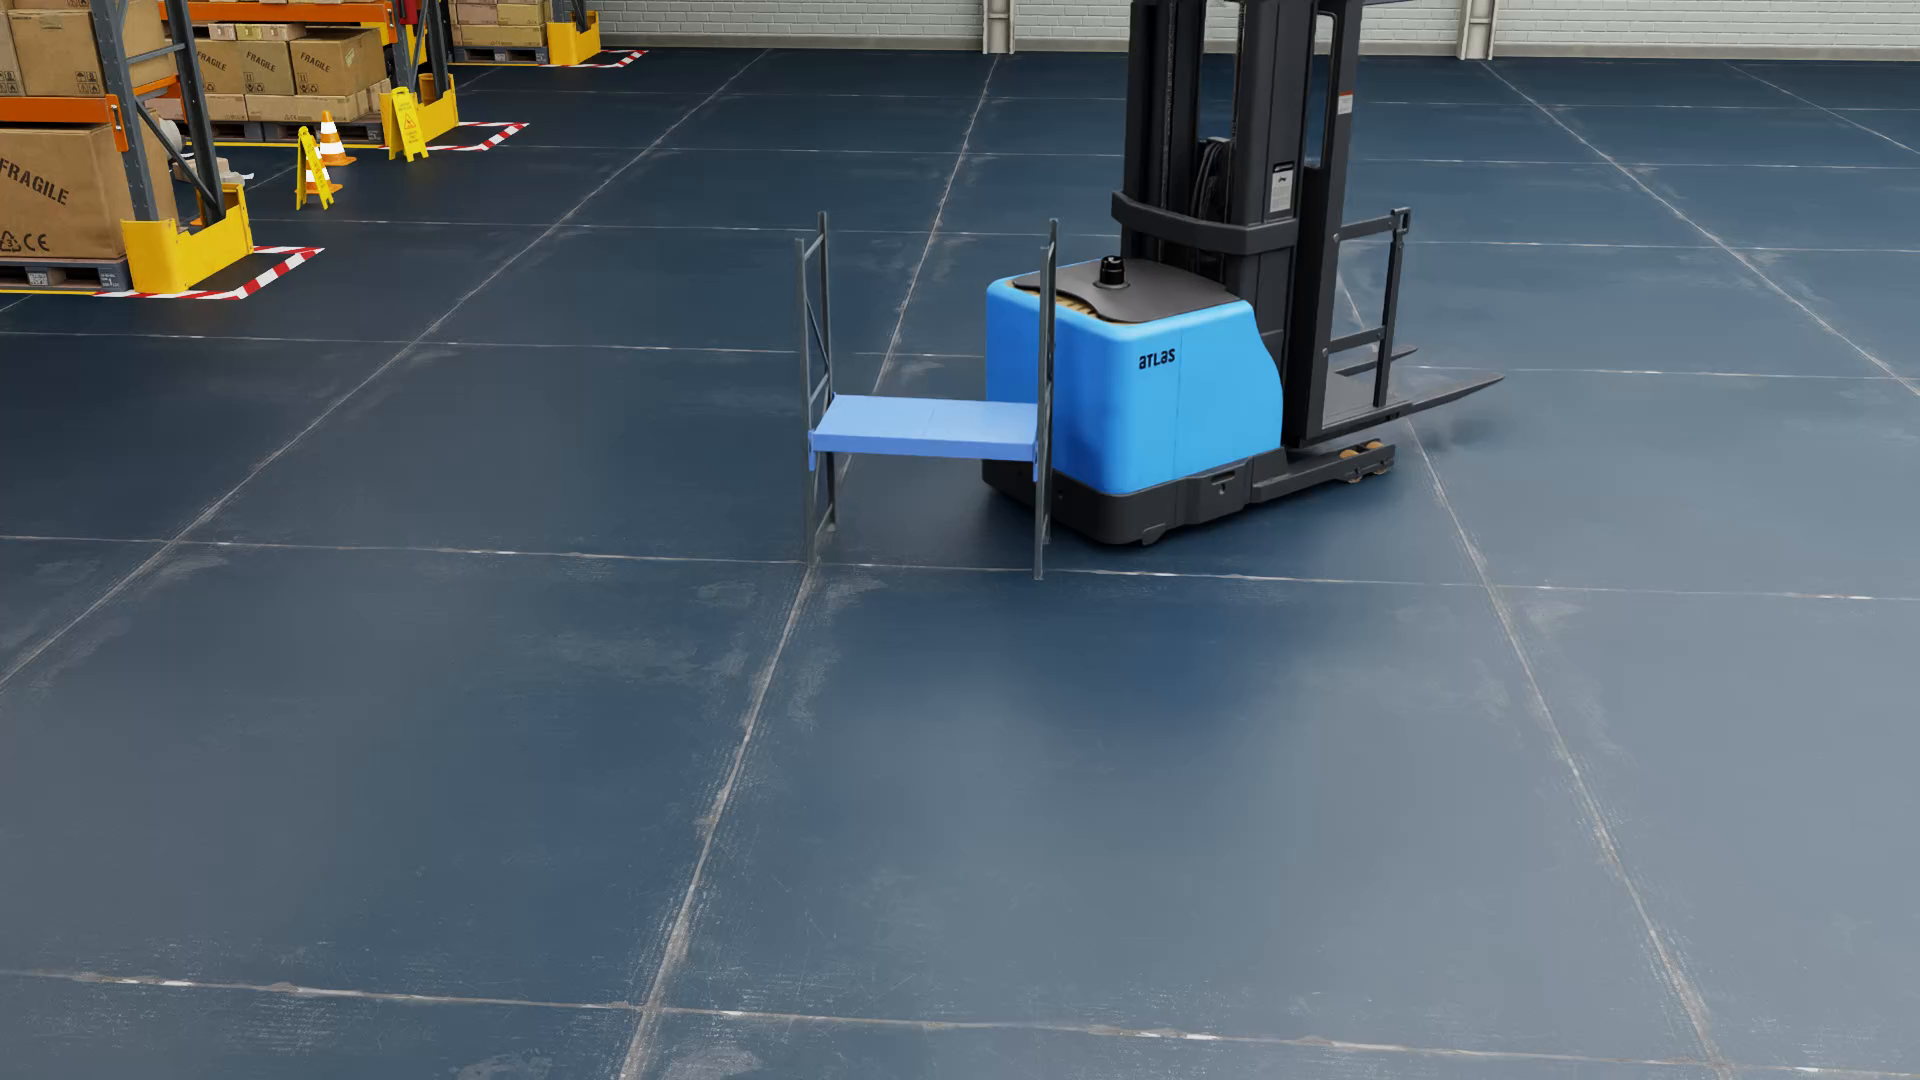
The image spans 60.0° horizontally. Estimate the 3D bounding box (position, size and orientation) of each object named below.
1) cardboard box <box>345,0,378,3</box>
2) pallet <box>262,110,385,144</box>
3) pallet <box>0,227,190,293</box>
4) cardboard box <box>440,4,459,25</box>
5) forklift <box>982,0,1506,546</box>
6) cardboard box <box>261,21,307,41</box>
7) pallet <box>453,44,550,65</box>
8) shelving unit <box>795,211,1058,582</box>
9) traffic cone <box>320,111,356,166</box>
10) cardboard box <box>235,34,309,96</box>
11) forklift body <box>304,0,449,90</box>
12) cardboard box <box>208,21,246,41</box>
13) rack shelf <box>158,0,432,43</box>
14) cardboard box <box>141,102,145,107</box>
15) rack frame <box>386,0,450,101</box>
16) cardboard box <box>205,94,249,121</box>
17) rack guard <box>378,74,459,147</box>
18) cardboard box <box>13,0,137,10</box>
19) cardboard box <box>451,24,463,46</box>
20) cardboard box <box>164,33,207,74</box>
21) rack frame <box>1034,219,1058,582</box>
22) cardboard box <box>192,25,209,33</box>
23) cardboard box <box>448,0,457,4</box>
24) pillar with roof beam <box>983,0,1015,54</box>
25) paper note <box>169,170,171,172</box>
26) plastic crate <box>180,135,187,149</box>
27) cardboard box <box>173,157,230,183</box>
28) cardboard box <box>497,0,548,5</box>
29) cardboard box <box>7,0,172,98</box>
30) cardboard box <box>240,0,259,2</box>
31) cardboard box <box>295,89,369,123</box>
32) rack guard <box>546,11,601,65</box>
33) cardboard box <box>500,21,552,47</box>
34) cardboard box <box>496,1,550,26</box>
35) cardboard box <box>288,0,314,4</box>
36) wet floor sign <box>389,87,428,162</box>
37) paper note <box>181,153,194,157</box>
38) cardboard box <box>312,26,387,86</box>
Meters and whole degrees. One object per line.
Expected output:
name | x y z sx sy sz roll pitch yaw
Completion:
cardboard box | -5.624 -5.176 15.710 0.250 0.149 0.380 3 25 6
pallet | -6.118 -4.143 16.502 1.213 0.211 1.003 2 25 4
pallet | -6.316 -2.027 11.902 1.213 0.211 1.003 2 25 4
cardboard box | -6.383 -6.518 20.516 0.500 0.250 0.500 1 25 3
forklift | 1.599 -1.778 8.107 3.031 2.935 1.130 -17 30 -32
cardboard box | -6.425 -4.845 15.804 0.250 0.149 0.380 3 25 6
pallet | -5.624 -6.176 20.919 1.213 0.211 1.003 2 25 4
shelving unit | -0.130 -0.629 7.322 1.048 1.500 0.538 3 25 7
traffic cone | -5.762 -3.690 15.217 0.334 0.463 0.336 2 25 4
cardboard box | -6.574 -4.581 16.008 0.500 0.500 0.500 3 25 6
forklift body | -6.889 -6.350 18.978 1.214 2.155 2.313 2 25 4
cardboard box | -6.938 -4.863 15.844 0.250 0.149 0.380 3 25 6
rack shelf | -7.229 -5.104 16.114 4.000 0.370 1.077 2 25 4
cardboard box | -8.122 -4.293 16.278 0.500 0.250 0.500 3 25 7
rack frame | -5.235 -5.367 15.825 0.127 3.000 1.000 2 25 4
cardboard box | -7.100 -4.257 16.199 0.500 0.250 0.500 1 25 2
rack guard | -5.311 -4.234 16.353 0.348 0.500 1.175 2 25 4
cardboard box | -5.880 -3.887 11.138 0.550 0.550 0.875 2 25 4
cardboard box | -6.345 -6.300 20.641 0.500 0.250 0.500 2 25 5
cardboard box | -7.604 -4.616 16.084 0.500 0.500 0.500 3 25 7
rack frame | 0.374 -0.601 7.262 0.032 1.500 0.500 3 25 7
cardboard box | -7.597 -4.839 16.567 0.500 0.500 0.500 3 25 7
cardboard box | -6.355 -6.742 20.405 0.500 0.250 0.500 2 25 5
pillar with roof beam | 0.169 -8.573 15.615 0.400 9.000 9.100 2 25 4
paper note | -7.165 -3.303 14.906 0.142 0.019 0.148 11 27 22
plastic crate | -7.721 -3.776 15.862 0.583 0.080 0.402 -7 26 -14
cardboard box | -6.696 -3.272 14.682 0.250 0.149 0.380 16 29 31
cardboard box | -5.342 -6.716 20.349 0.500 0.250 0.500 3 25 6
cardboard box | -5.887 -3.362 11.288 0.550 0.550 0.875 2 25 4
cardboard box | -6.643 -5.217 15.800 0.250 0.149 0.380 2 25 5
cardboard box | -6.085 -4.223 16.126 0.500 0.250 0.500 2 25 4
rack guard | -4.835 -6.299 20.842 0.348 0.500 1.175 2 25 4
cardboard box | -5.351 -6.261 20.555 0.500 0.250 0.500 2 25 4
cardboard box | -5.368 -6.490 20.454 0.500 0.250 0.500 2 25 3
cardboard box | -6.139 -5.155 15.664 0.250 0.149 0.380 1 25 3
wet floor sign | -5.127 -3.845 15.335 0.232 0.644 0.267 11 27 22
paper note | -7.227 -3.606 15.551 0.148 0.019 0.142 -7 26 -14
cardboard box | -6.042 -4.791 16.463 0.500 0.500 0.500 1 25 2
